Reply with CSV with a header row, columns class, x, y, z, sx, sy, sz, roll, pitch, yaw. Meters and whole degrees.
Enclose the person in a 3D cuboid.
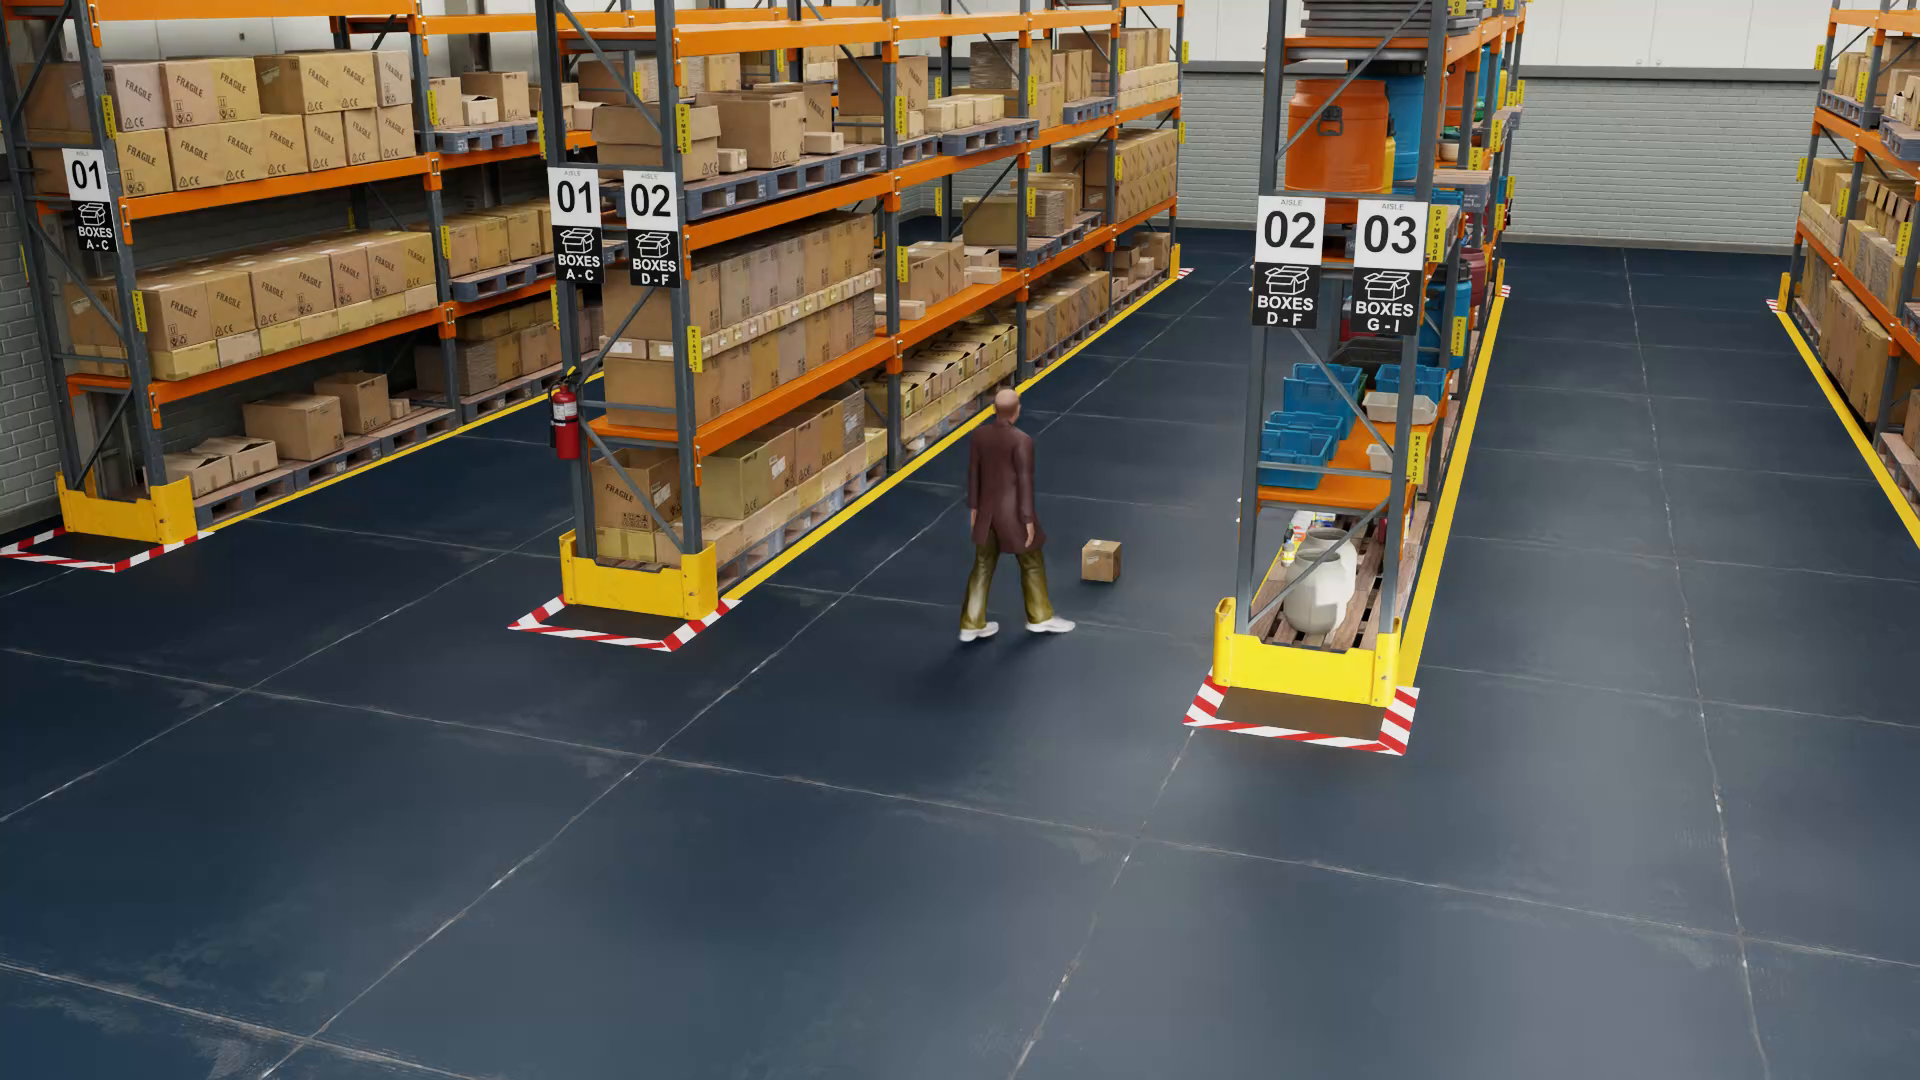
class,x,y,z,sx,sy,sz,roll,pitch,yaw
person,0.323,-0.173,11.601,0.669,1.770,0.819,16,24,39
